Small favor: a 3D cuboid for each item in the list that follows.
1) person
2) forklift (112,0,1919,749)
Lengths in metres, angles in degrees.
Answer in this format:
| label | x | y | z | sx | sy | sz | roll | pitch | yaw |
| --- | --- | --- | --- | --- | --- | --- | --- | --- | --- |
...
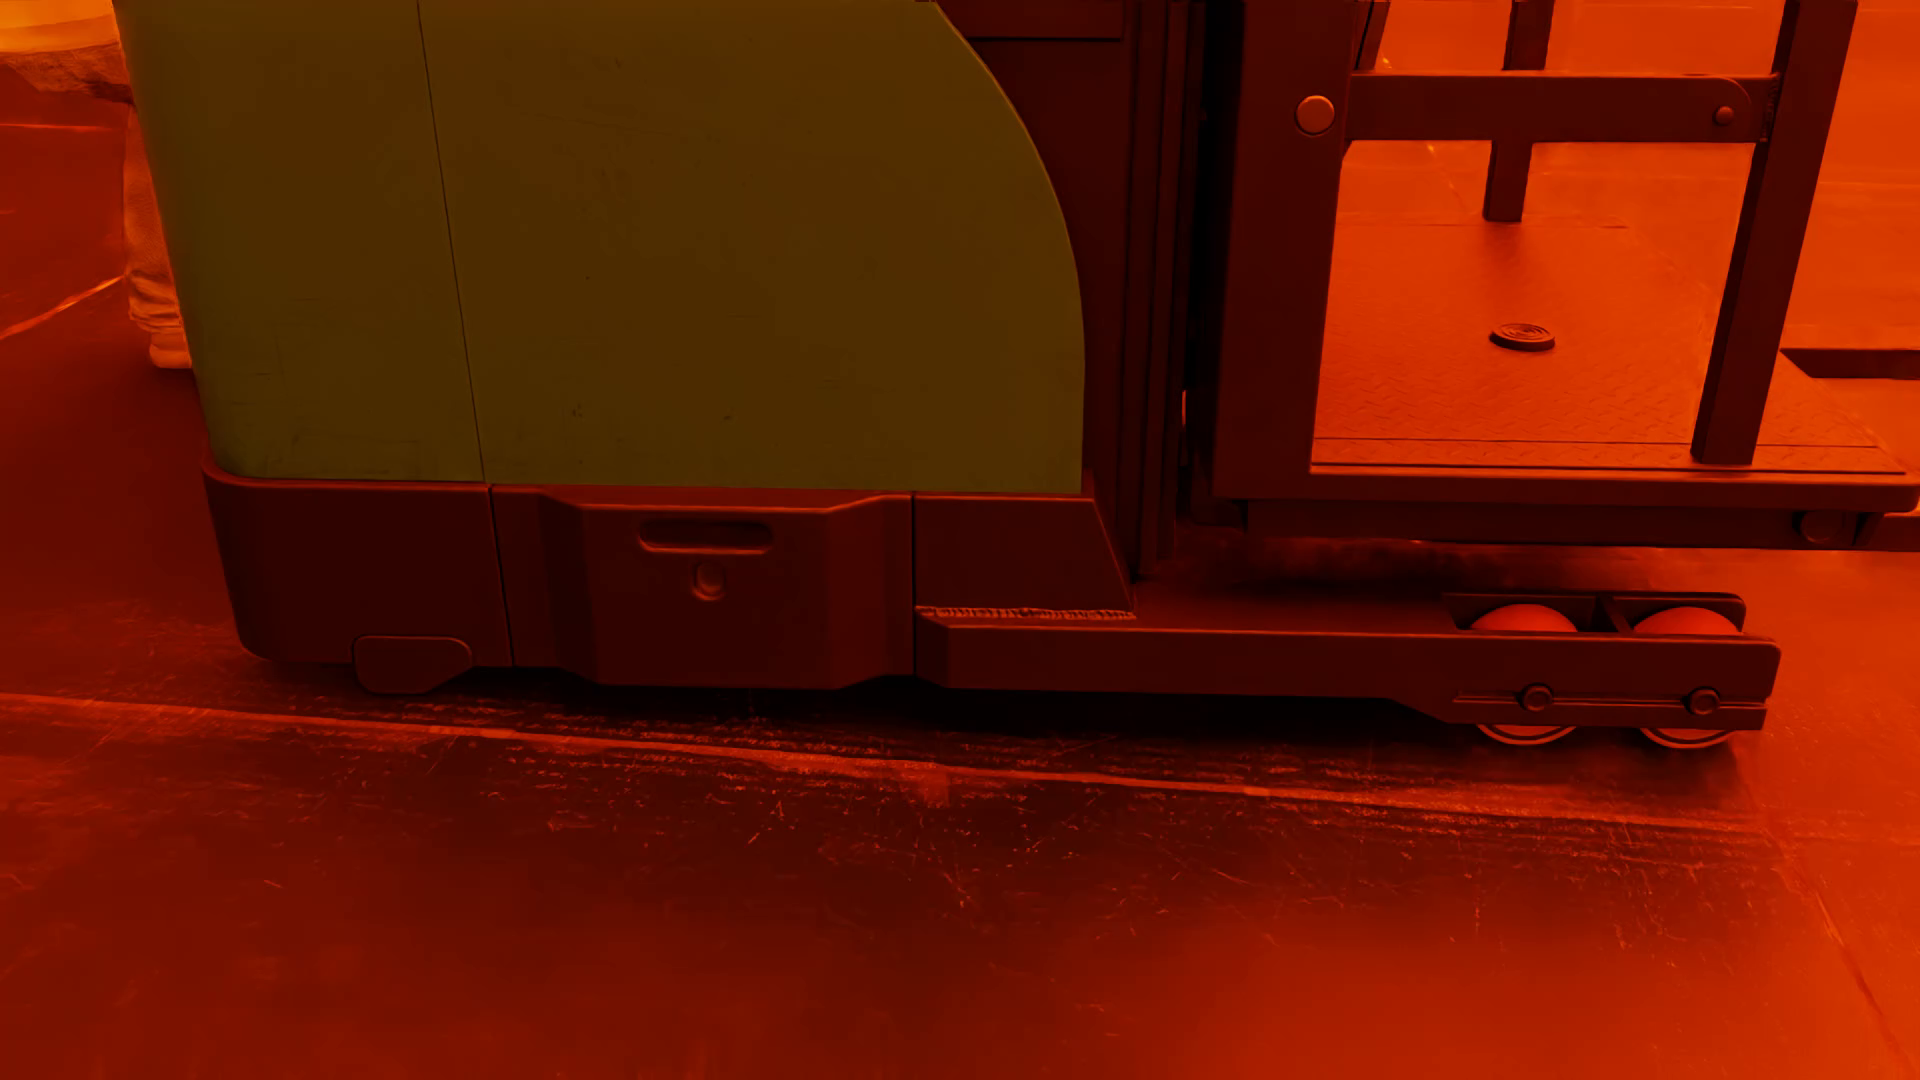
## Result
| label | x | y | z | sx | sy | sz | roll | pitch | yaw |
| --- | --- | --- | --- | --- | --- | --- | --- | --- | --- |
| person | -1.307 | -0.972 | 2.681 | 0.998 | 1.625 | 0.761 | 3 | 27 | 6 |
| forklift | 0.612 | -1.304 | 1.831 | 3.031 | 2.935 | 1.130 | 1 | 27 | 2 |
